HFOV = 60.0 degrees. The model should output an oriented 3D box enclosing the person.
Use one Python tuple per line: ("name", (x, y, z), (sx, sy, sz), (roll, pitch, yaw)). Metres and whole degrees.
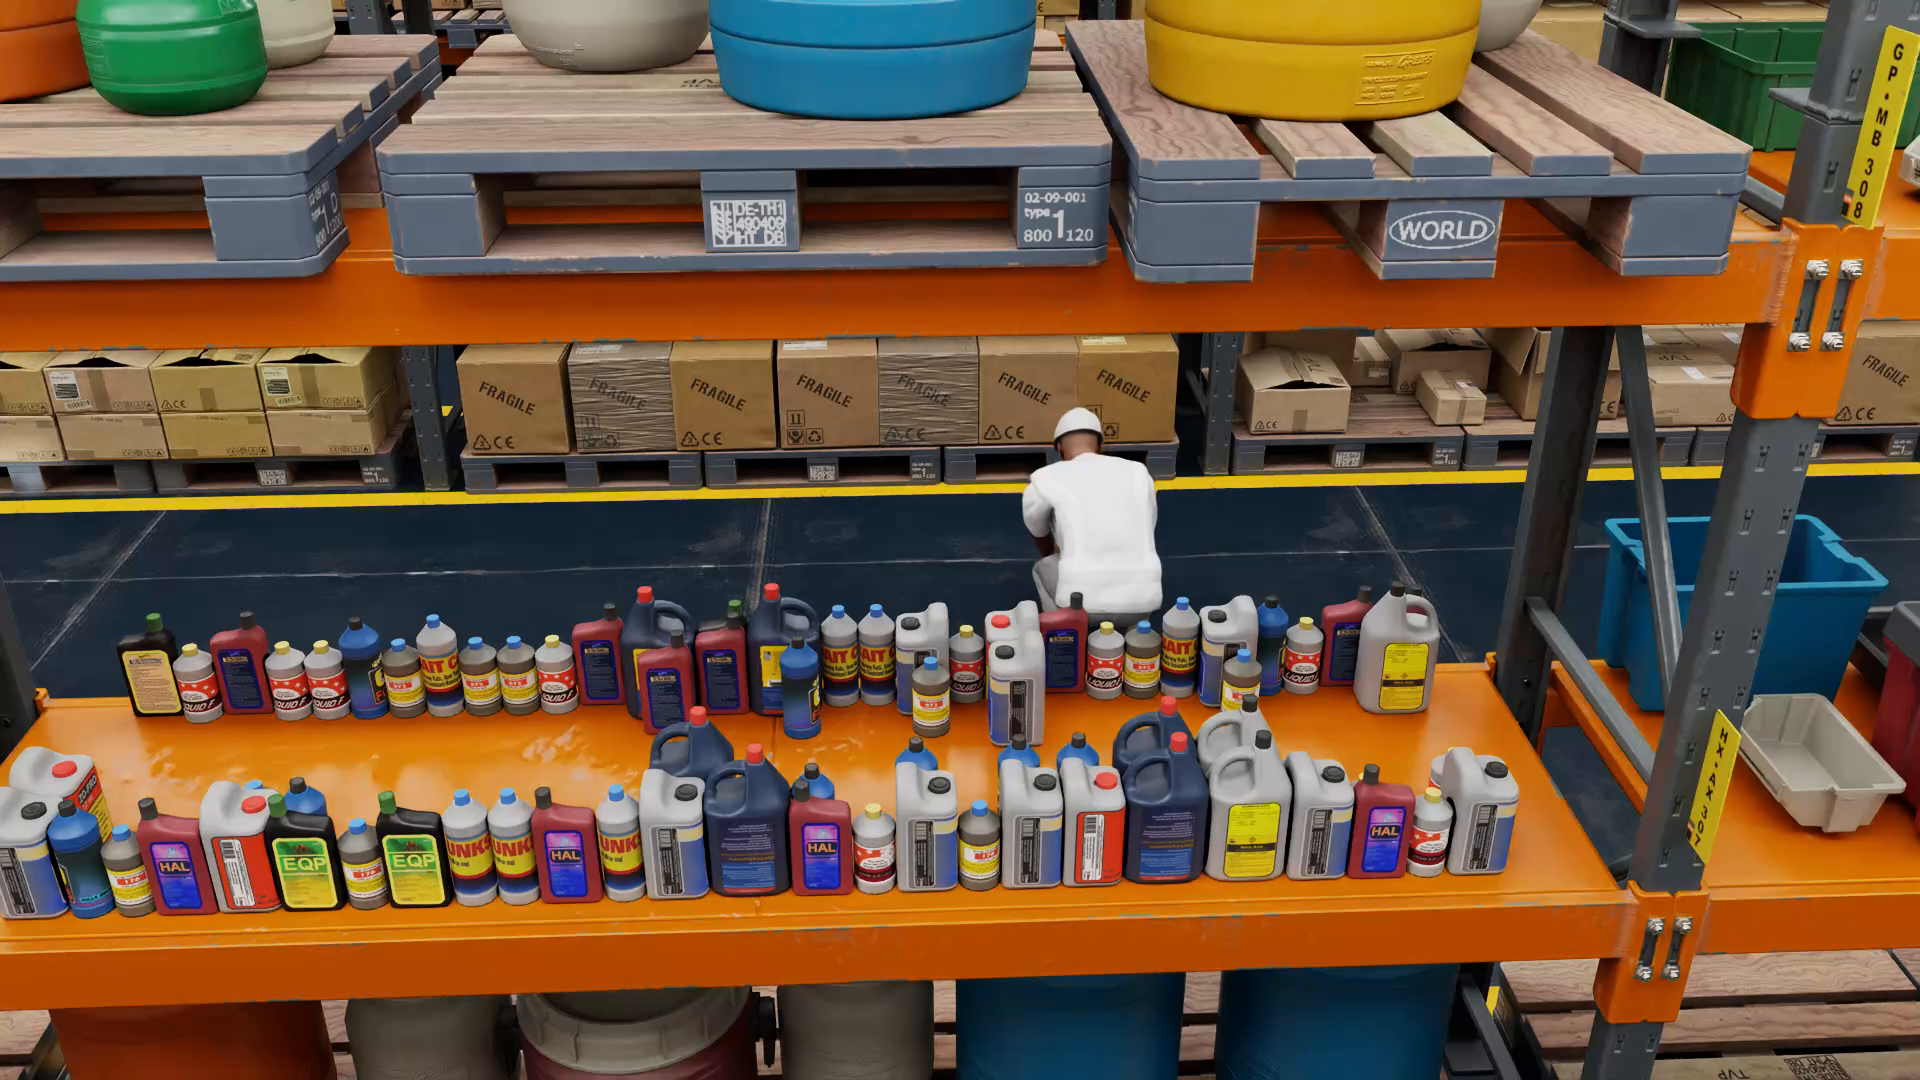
("person", (0.551, 0.010, 6.919), (0.584, 0.998, 0.889), (-1, 27, -3))
